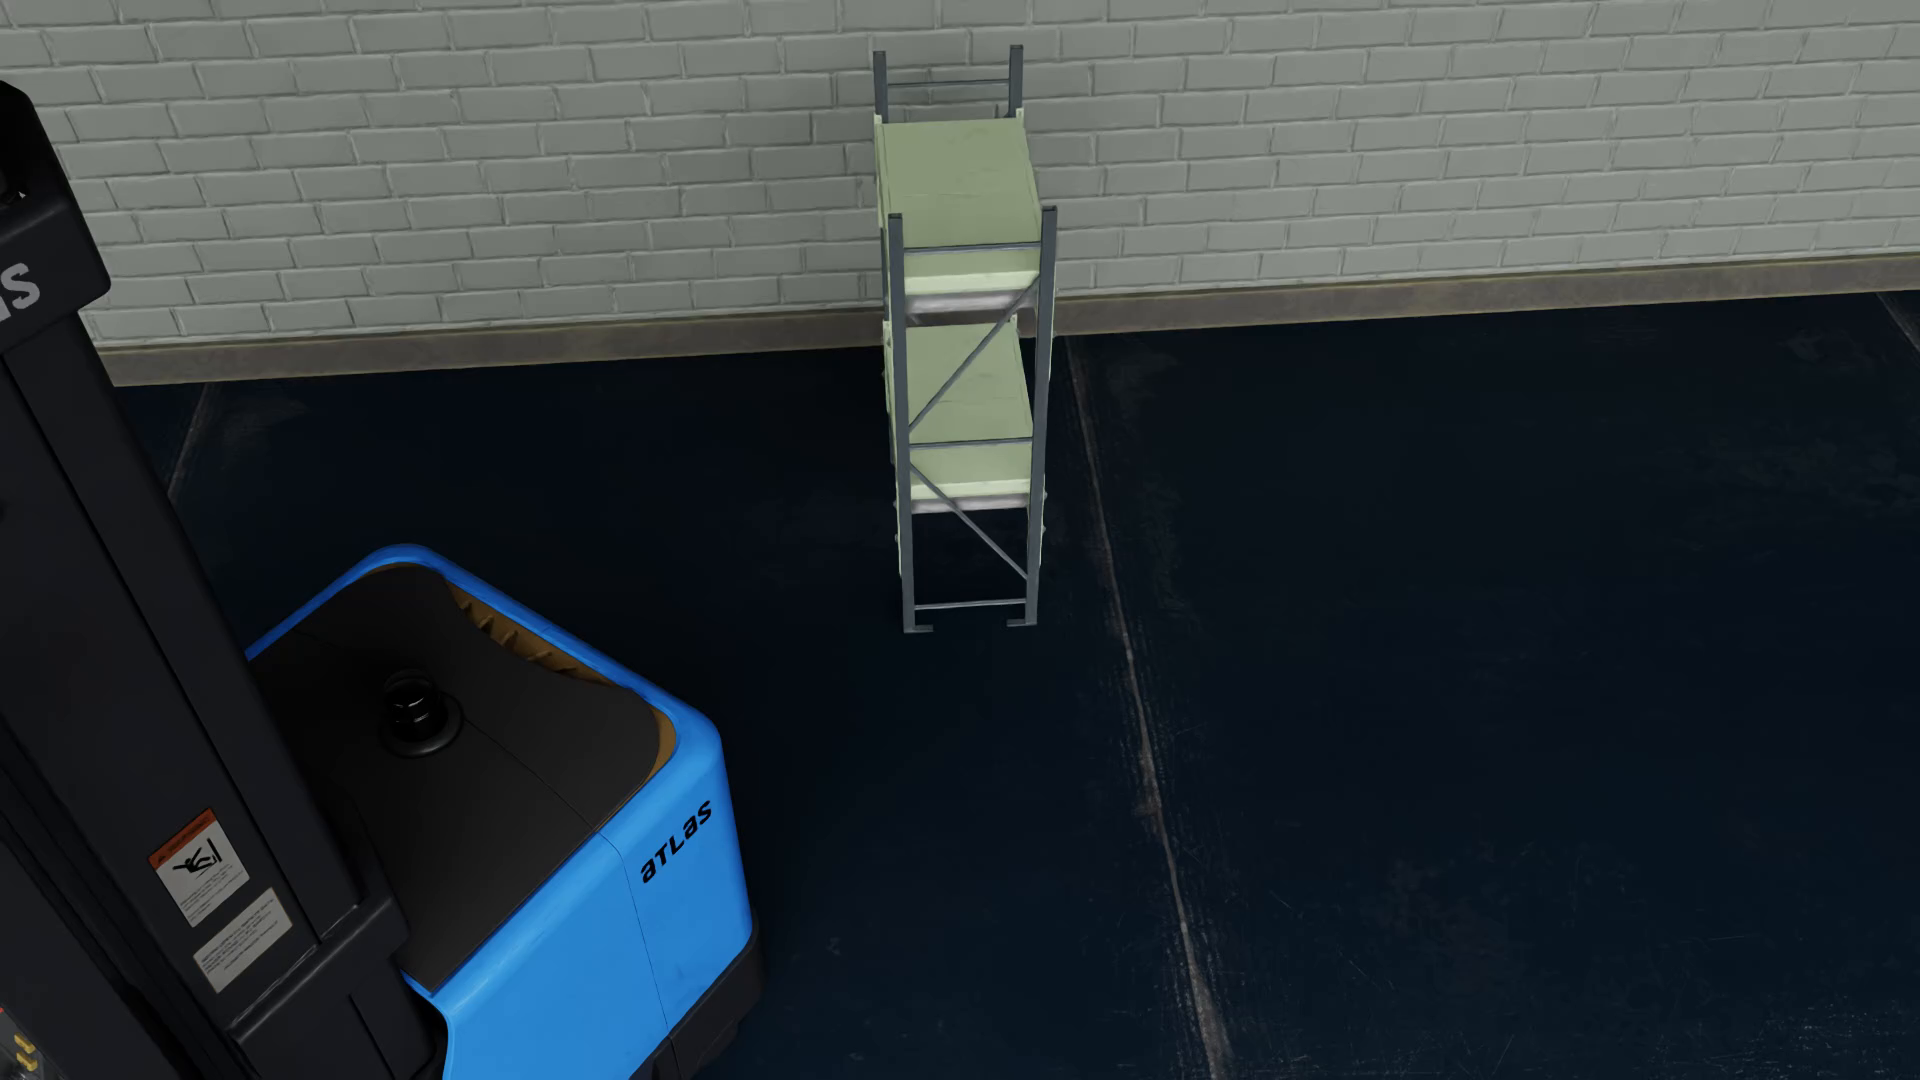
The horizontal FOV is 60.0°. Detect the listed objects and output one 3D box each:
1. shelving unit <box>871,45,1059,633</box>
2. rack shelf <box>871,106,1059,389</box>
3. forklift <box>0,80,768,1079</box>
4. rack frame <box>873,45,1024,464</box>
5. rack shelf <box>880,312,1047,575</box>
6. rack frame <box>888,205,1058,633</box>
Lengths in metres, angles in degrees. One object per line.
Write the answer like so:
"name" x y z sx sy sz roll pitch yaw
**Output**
"shelving unit" -0.001 -0.521 4.710 0.431 1.500 0.755 -3 47 -3
"rack shelf" -0.001 -0.789 4.427 0.431 0.370 0.720 -3 47 -3
"forklift" -1.734 0.790 2.483 1.130 2.935 3.031 27 52 23
"rack frame" -0.031 -0.785 4.961 0.400 1.500 0.023 -3 47 -3
"rack shelf" -0.001 -0.296 4.947 0.431 0.370 0.720 -3 47 -3
"rack frame" 0.030 -0.256 4.459 0.400 1.500 0.023 -3 47 -3
